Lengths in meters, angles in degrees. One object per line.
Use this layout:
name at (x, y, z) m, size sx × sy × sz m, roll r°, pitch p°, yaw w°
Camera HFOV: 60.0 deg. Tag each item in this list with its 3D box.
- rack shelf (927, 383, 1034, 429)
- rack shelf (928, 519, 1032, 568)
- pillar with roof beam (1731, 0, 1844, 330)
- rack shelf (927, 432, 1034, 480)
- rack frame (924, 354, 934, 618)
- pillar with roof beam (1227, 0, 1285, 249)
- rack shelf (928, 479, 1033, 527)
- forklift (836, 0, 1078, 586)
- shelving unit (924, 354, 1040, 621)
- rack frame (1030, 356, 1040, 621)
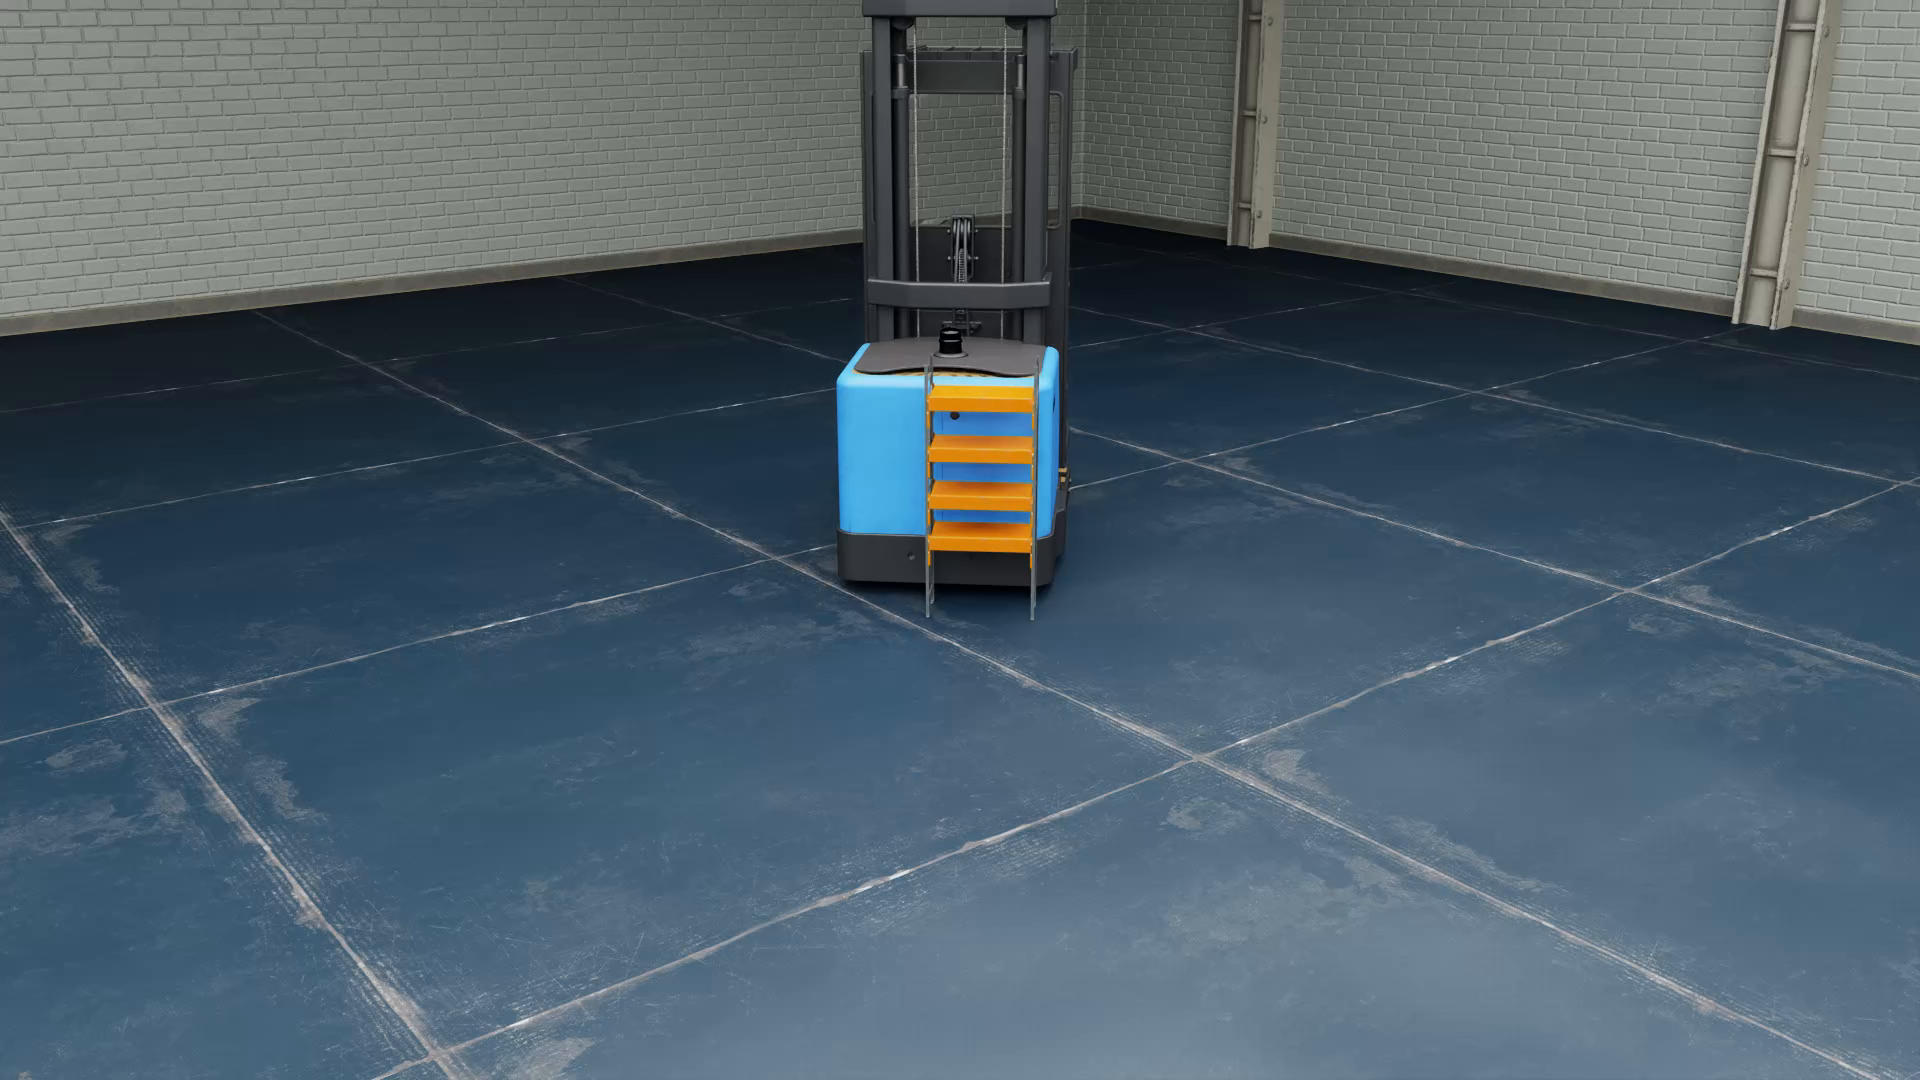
rack shelf at (0.102, -0.610, 7.547) m, size 0.480 × 0.148 × 0.258 m, roll 2°, pitch 18°, yaw 5°
rack shelf at (0.102, 0.015, 7.754) m, size 0.480 × 0.148 × 0.258 m, roll 2°, pitch 18°, yaw 5°
pillar with roof beam at (3.653, -5.324, 10.626) m, size 9.100 × 9.000 × 0.400 m, roll -14°, pitch 23°, yaw -36°
rack shelf at (0.102, -0.386, 7.621) m, size 0.480 × 0.148 × 0.258 m, roll 2°, pitch 18°, yaw 5°
rack frame at (-0.141, -0.244, 7.690) m, size 0.015 × 1.200 × 0.240 m, roll 2°, pitch 18°, yaw 5°
pillar with roof beam at (-0.072, -6.803, 15.091) m, size 9.100 × 9.000 × 0.400 m, roll -14°, pitch 23°, yaw -36°
rack shelf at (0.102, -0.173, 7.691) m, size 0.480 × 0.148 × 0.258 m, roll 2°, pitch 18°, yaw 5°
forklift at (0.058, -1.586, 8.990) m, size 1.130 × 2.935 × 3.031 m, roll 2°, pitch 18°, yaw 5°
shelving unit at (0.102, -0.237, 7.670) m, size 0.503 × 1.200 × 0.258 m, roll 2°, pitch 18°, yaw 5°
rack frame at (0.345, -0.231, 7.651) m, size 0.015 × 1.200 × 0.240 m, roll 2°, pitch 18°, yaw 5°
